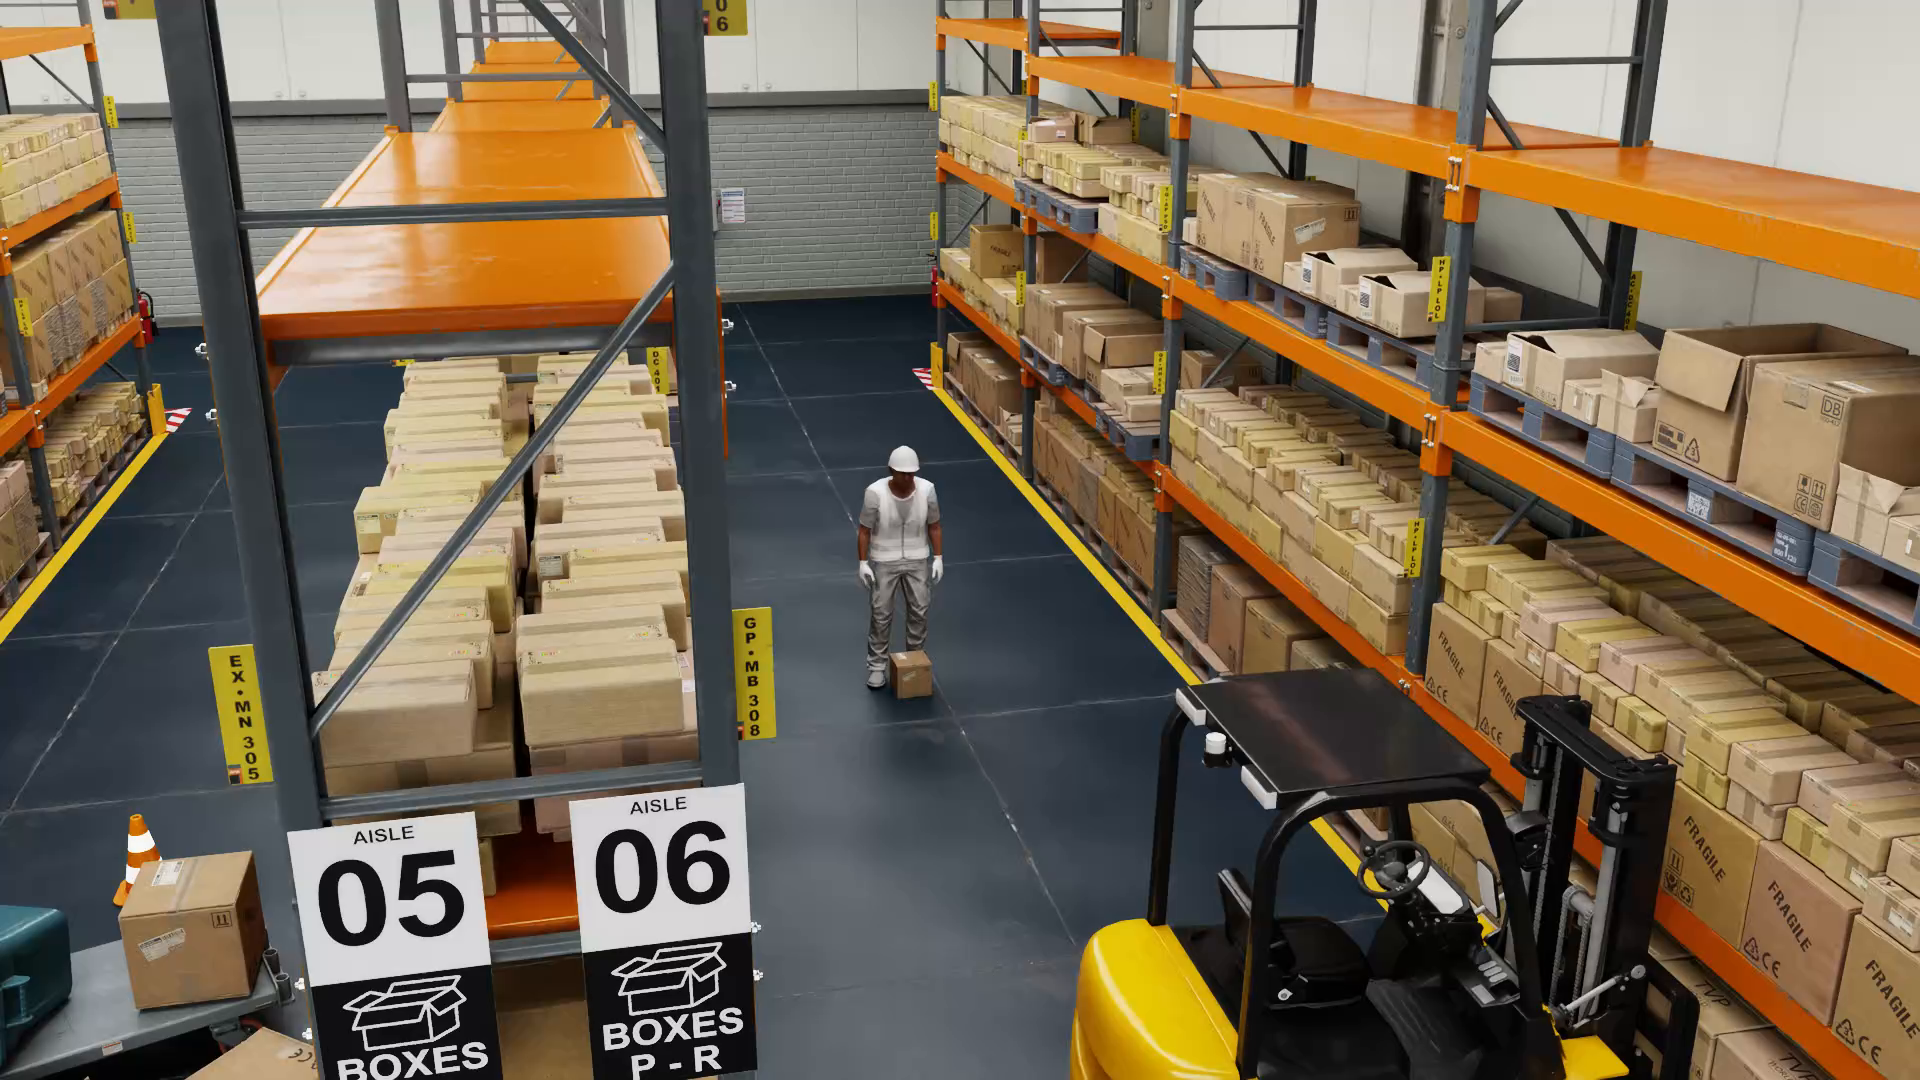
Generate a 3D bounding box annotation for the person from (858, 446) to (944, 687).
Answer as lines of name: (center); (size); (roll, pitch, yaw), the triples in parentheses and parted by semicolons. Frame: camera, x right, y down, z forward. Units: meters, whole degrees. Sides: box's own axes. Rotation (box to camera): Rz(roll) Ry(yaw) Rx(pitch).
person: (-0.425, 0.172, 11.883); (0.617, 1.775, 0.446); (-4, 20, -12)
